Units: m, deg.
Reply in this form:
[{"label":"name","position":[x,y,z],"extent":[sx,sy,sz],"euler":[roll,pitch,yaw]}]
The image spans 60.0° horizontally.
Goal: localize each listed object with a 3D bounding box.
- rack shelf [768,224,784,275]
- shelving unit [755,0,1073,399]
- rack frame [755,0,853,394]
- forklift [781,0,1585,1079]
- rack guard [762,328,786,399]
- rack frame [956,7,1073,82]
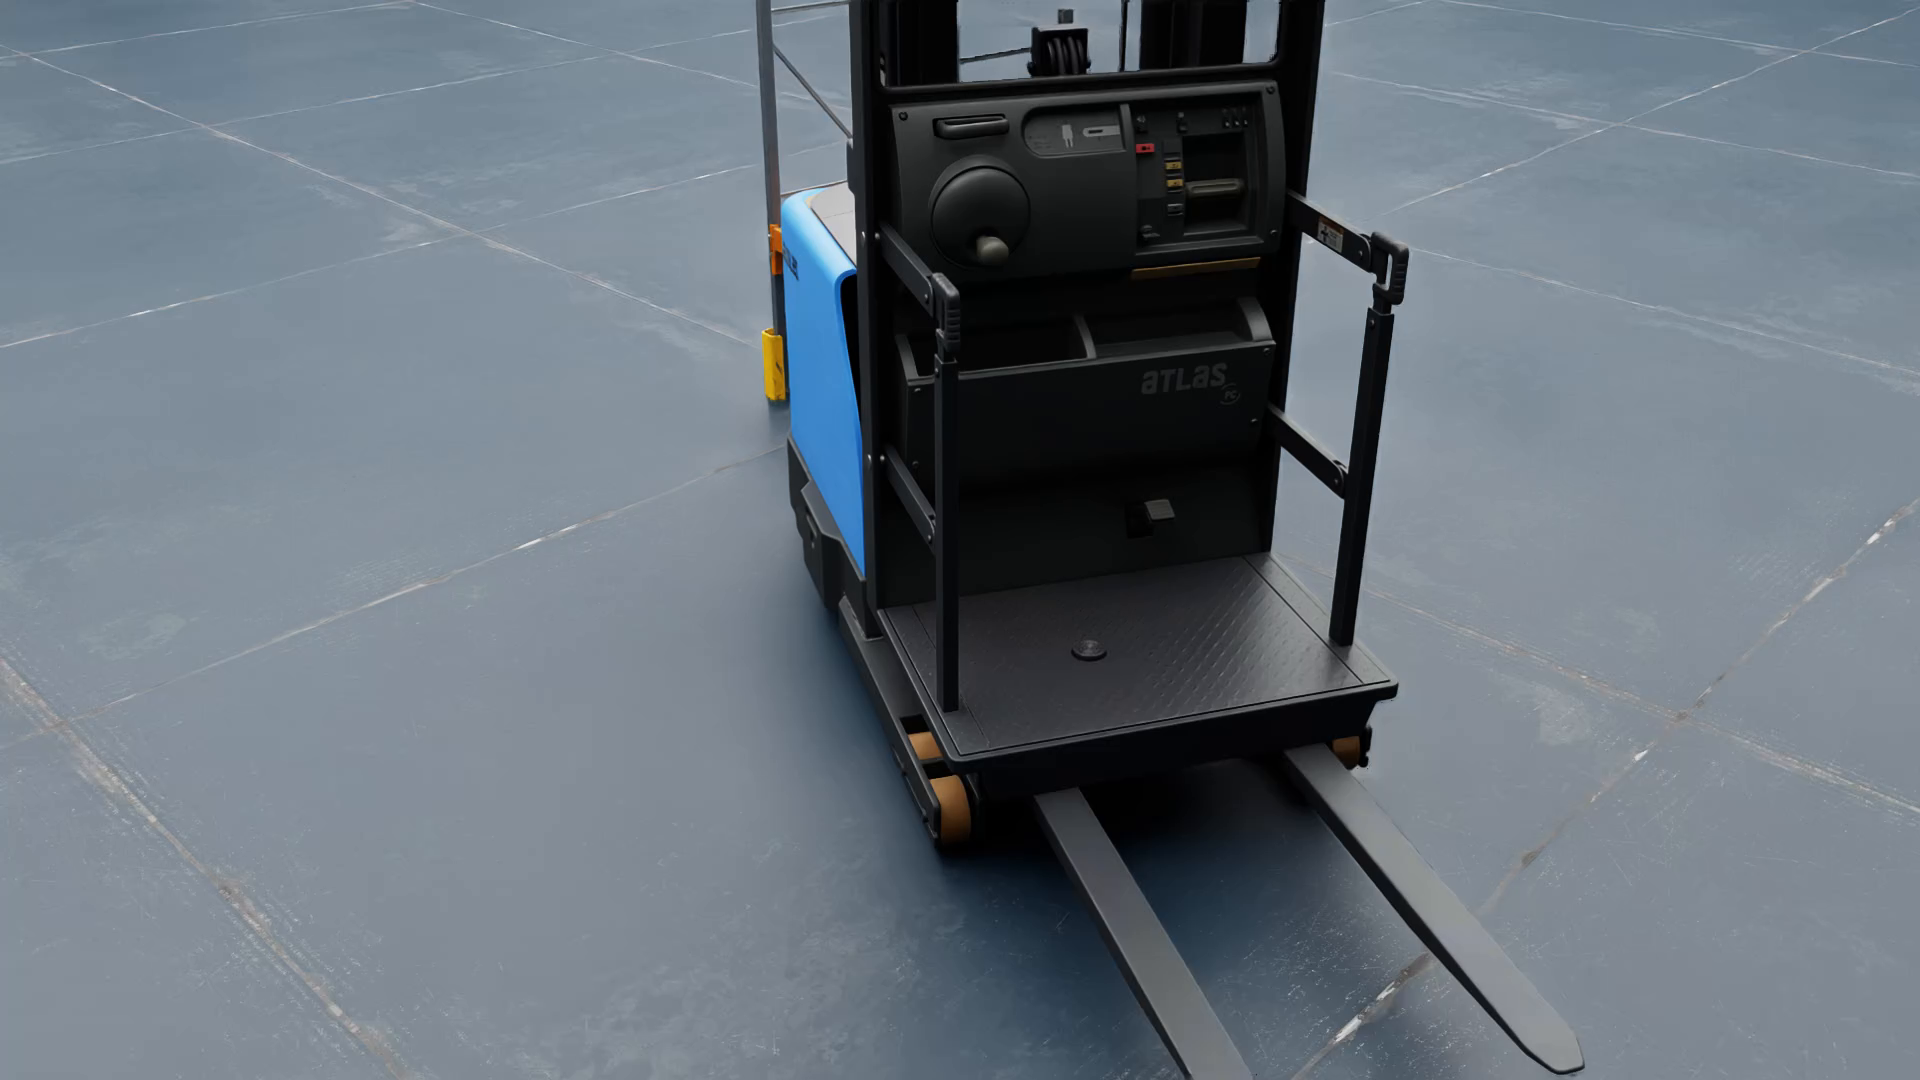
[{"label":"rack shelf","position":[-0.172,-0.948,5.827],"extent":[0.538,0.185,1.000],"euler":[-21,34,-34]},{"label":"shelving unit","position":[-0.177,-1.110,5.750],"extent":[0.587,1.500,1.083],"euler":[-21,34,-34]},{"label":"rack frame","position":[-0.492,-1.290,6.093],"extent":[0.500,1.500,0.032],"euler":[-21,34,-34]},{"label":"forklift","position":[0.368,-0.787,3.598],"extent":[1.130,2.935,3.031],"euler":[-8,29,-15]},{"label":"rack guard","position":[-0.491,-0.737,6.383],"extent":[0.587,0.250,0.087],"euler":[-21,34,-34]},{"label":"rack frame","position":[0.149,-0.923,5.394],"extent":[0.500,1.500,0.032],"euler":[-21,34,-34]}]
